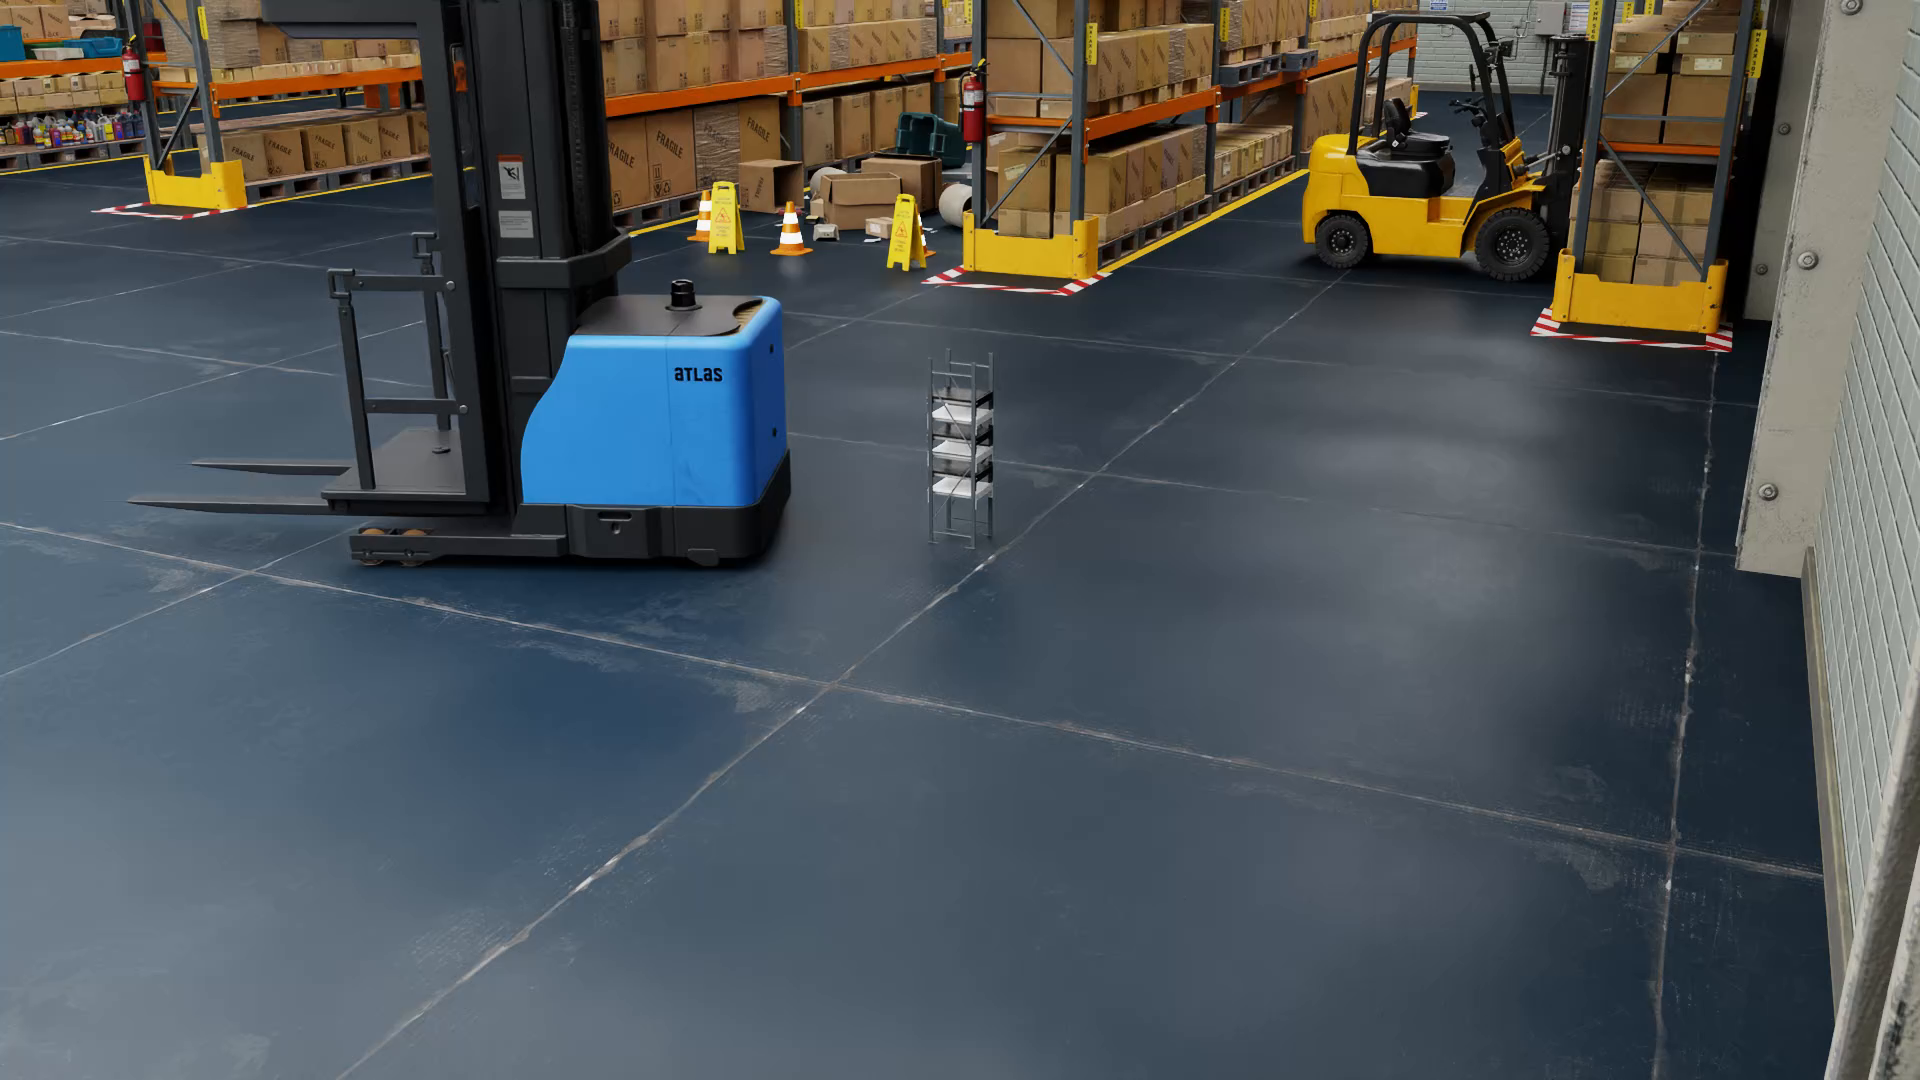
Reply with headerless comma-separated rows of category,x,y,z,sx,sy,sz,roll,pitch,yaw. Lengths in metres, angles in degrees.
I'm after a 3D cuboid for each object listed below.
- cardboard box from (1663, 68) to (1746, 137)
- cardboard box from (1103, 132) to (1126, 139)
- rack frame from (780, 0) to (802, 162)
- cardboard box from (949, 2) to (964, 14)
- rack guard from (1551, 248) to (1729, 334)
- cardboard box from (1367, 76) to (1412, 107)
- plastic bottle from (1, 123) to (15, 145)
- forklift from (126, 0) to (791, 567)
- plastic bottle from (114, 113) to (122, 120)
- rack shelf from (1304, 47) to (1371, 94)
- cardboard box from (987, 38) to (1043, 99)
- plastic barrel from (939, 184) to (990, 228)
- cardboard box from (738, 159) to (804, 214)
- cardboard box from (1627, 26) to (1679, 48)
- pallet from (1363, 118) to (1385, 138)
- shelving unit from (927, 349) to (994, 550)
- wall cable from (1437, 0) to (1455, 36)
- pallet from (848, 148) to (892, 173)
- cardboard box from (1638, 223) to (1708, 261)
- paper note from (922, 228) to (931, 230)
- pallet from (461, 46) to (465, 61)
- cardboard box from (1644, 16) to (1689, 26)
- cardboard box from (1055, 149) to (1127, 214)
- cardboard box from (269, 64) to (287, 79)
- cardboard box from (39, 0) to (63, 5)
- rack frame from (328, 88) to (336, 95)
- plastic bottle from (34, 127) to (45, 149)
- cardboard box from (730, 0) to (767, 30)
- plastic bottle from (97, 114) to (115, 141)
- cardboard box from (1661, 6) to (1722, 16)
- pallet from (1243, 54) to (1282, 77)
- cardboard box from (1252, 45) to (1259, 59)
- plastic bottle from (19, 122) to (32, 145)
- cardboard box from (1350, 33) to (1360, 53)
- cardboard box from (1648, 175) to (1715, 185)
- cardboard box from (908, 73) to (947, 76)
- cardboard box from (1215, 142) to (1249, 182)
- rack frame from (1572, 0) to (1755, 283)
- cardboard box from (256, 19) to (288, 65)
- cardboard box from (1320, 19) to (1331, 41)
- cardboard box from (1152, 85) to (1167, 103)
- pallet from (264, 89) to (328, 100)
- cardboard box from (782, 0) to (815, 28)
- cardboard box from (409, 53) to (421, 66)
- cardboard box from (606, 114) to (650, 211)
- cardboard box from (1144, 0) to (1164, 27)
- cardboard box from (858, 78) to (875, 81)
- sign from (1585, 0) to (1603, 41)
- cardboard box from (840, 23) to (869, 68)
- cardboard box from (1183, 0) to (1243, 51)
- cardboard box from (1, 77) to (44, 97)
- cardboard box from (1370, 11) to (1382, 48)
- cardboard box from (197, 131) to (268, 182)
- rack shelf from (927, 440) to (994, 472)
cardboard box,5.761,-3.387,12.868,0.500,0.500,0.500,9,22,24
cardboard box,1.309,-3.756,16.411,0.500,0.500,0.500,10,22,26
rack frame,-2.338,-5.616,19.282,1.000,3.000,0.127,9,21,23
cardboard box,-0.122,-7.470,23.356,0.380,0.149,0.250,8,21,22
rack guard,5.102,-1.879,12.507,1.175,0.500,0.348,9,21,23
cardboard box,6.954,-7.411,27.527,0.875,0.438,0.875,8,21,21
plastic bottle,-12.595,-5.371,21.992,0.061,0.283,0.133,9,22,24
forklift,-2.392,-1.434,7.628,3.031,2.935,1.130,1,20,3
plastic bottle,-11.871,-5.891,23.473,0.097,0.271,0.097,0,20,0
rack shelf,4.676,-6.462,22.737,1.077,0.370,4.000,9,21,23
cardboard box,0.552,-4.135,14.527,0.500,0.500,0.500,8,21,22
plastic barrel,0.046,-3.370,16.812,0.421,0.421,0.512,-9,22,-24
cardboard box,-2.037,-3.824,17.971,0.500,0.500,0.500,13,23,32
cardboard box,5.391,-3.925,12.968,0.380,0.149,0.250,9,21,23
pallet,5.878,-6.321,25.427,1.003,0.211,1.213,9,21,23
shelving unit,0.003,-0.426,7.825,0.258,0.900,0.210,9,21,23
wall cable,9.421,-10.856,32.455,0.585,1.953,0.123,9,21,23
pallet,-1.592,-4.922,21.494,1.003,0.211,1.213,9,21,23
cardboard box,5.493,-2.318,12.740,0.500,0.250,0.500,9,21,24
paper note,-0.363,-3.141,16.773,0.148,0.019,0.142,18,26,41
pallet,-6.376,-6.450,21.916,1.003,0.211,1.213,9,21,23
cardboard box,6.340,-4.629,14.946,0.380,0.149,0.250,9,21,24
cardboard box,1.173,-3.216,14.893,0.500,0.500,0.500,8,21,21
cardboard box,-7.806,-5.268,18.679,0.380,0.149,0.250,9,21,23
cardboard box,-17.675,-10.369,32.027,0.500,0.500,0.500,9,22,24
rack frame,-12.582,-10.133,31.985,1.000,3.000,0.127,9,21,23
plastic bottle,-11.951,-5.217,21.577,0.097,0.271,0.097,0,20,0
cardboard box,-2.640,-5.903,18.255,0.875,0.550,0.550,9,21,23
plastic bottle,-11.552,-5.572,22.457,0.144,0.351,0.185,8,21,22
cardboard box,8.887,-6.281,20.373,0.797,0.503,0.637,8,21,21
pallet,3.084,-5.489,19.213,1.003,0.211,1.213,9,21,23
cardboard box,3.137,-5.493,18.686,0.380,0.149,0.250,9,21,23
plastic bottle,-12.401,-5.392,22.050,0.061,0.283,0.133,9,21,23
cardboard box,5.332,-7.015,23.441,0.500,0.250,0.500,8,21,22
cardboard box,5.682,-2.712,13.103,0.500,0.250,0.500,9,21,23
cardboard box,-0.462,-6.613,24.071,0.500,0.250,0.500,9,21,23
cardboard box,2.723,-4.308,18.900,0.950,0.372,0.625,10,22,26
rack frame,5.111,-3.065,12.109,1.000,3.000,0.127,9,21,23
cardboard box,-8.114,-5.625,18.716,0.875,0.500,0.500,9,21,23
cardboard box,4.503,-6.634,21.623,0.500,0.250,0.500,9,22,24
cardboard box,1.749,-4.240,15.790,0.380,0.149,0.250,9,21,23
pallet,-12.880,-8.565,31.738,1.003,0.211,1.213,9,21,23
cardboard box,-2.140,-6.286,19.527,0.700,0.500,0.500,8,21,22
cardboard box,-6.910,-5.959,20.624,0.380,0.149,0.250,9,21,23
cardboard box,-3.758,-3.806,16.738,0.875,0.875,0.875,9,21,23
cardboard box,1.612,-5.368,16.500,0.700,0.500,0.500,9,21,23
cardboard box,-2.097,-8.986,31.302,0.875,0.875,0.875,9,21,23
sign,4.622,-3.800,12.097,0.100,0.325,0.005,9,21,23
cardboard box,-1.464,-6.093,20.477,0.500,0.500,0.500,8,21,22
cardboard box,2.673,-5.456,17.615,0.500,0.500,0.500,9,22,24
cardboard box,-15.041,-7.257,26.537,0.500,0.311,0.500,8,21,21
cardboard box,5.926,-7.567,24.622,0.500,0.500,0.500,9,22,24
cardboard box,-8.189,-4.313,18.723,0.500,0.500,0.500,13,23,33
rack shelf,0.003,-0.395,7.836,0.258,0.077,0.200,9,21,23
